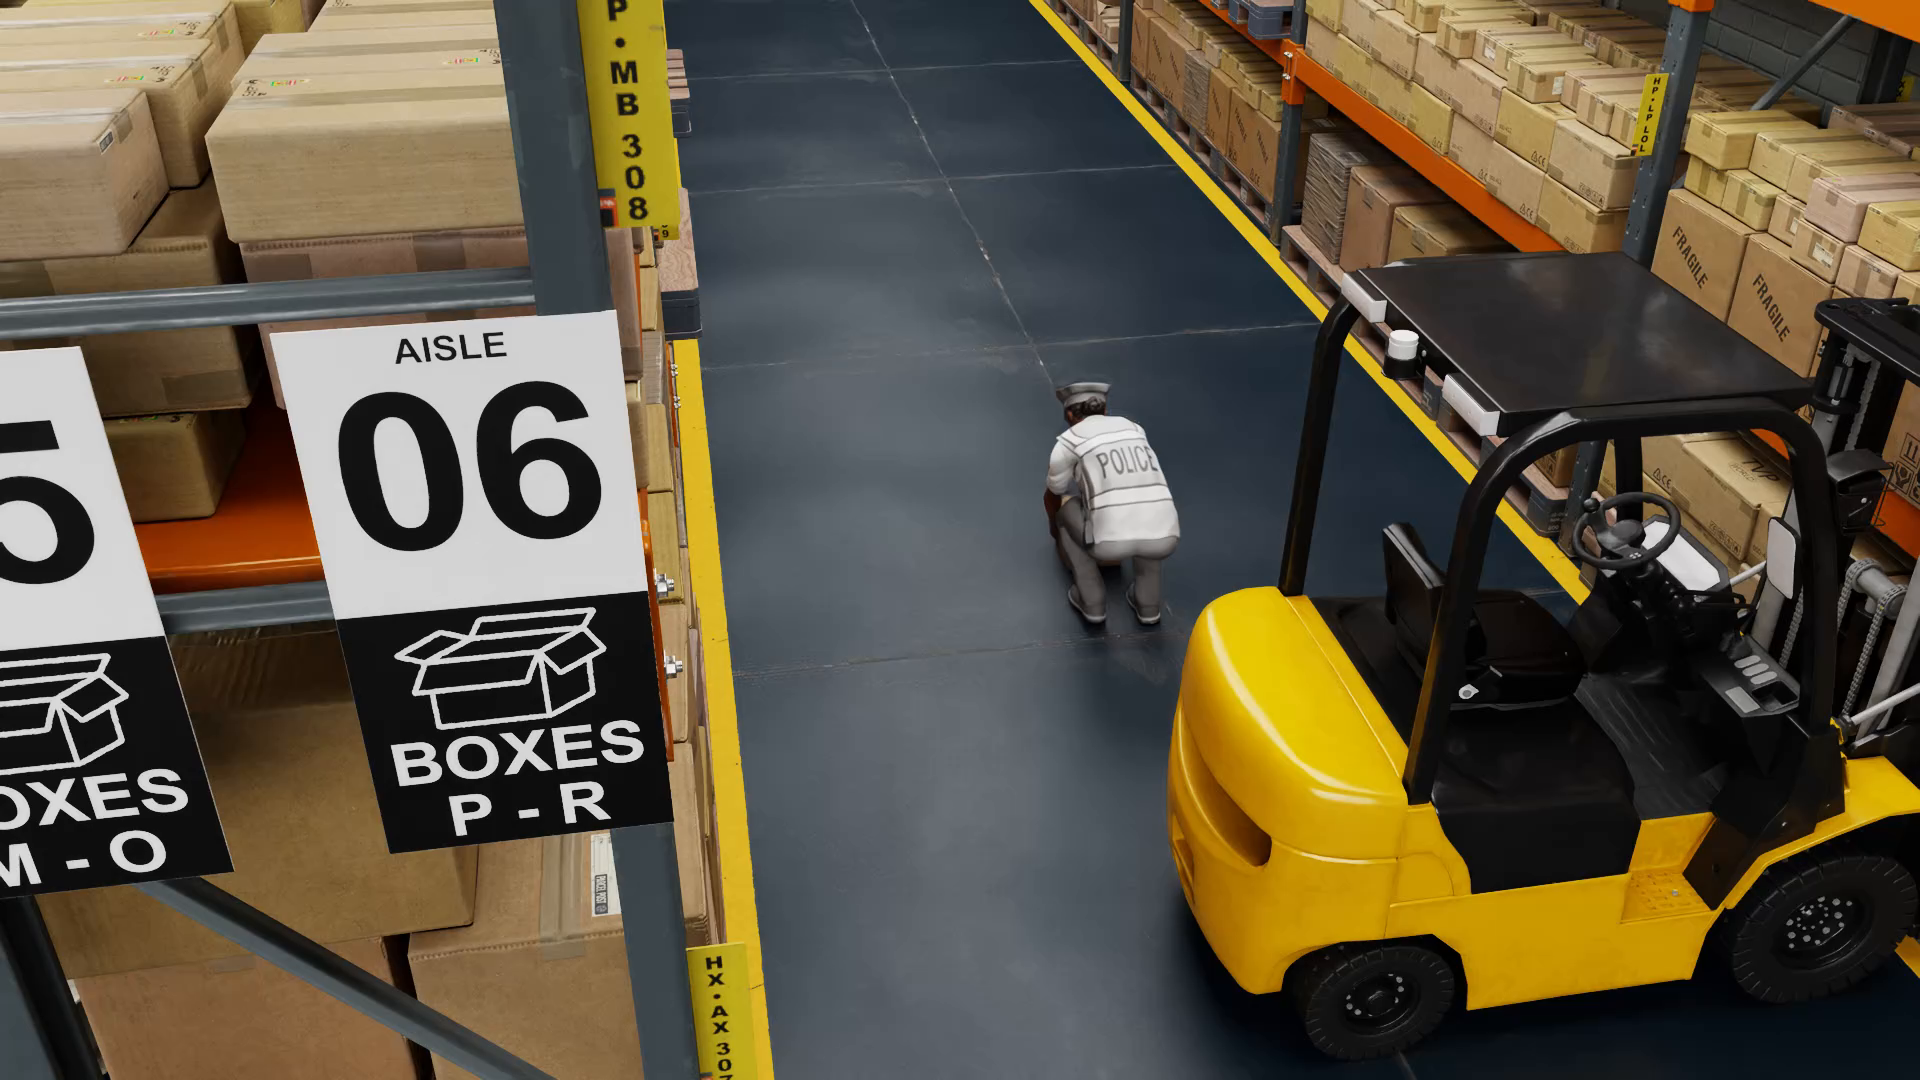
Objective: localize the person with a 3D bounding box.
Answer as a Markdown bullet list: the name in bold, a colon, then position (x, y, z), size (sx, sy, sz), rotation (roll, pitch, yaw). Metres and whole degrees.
- **person**: position (0.634, -0.146, 7.106), size (0.481, 0.922, 0.862), rotation (-5, 31, -9)
